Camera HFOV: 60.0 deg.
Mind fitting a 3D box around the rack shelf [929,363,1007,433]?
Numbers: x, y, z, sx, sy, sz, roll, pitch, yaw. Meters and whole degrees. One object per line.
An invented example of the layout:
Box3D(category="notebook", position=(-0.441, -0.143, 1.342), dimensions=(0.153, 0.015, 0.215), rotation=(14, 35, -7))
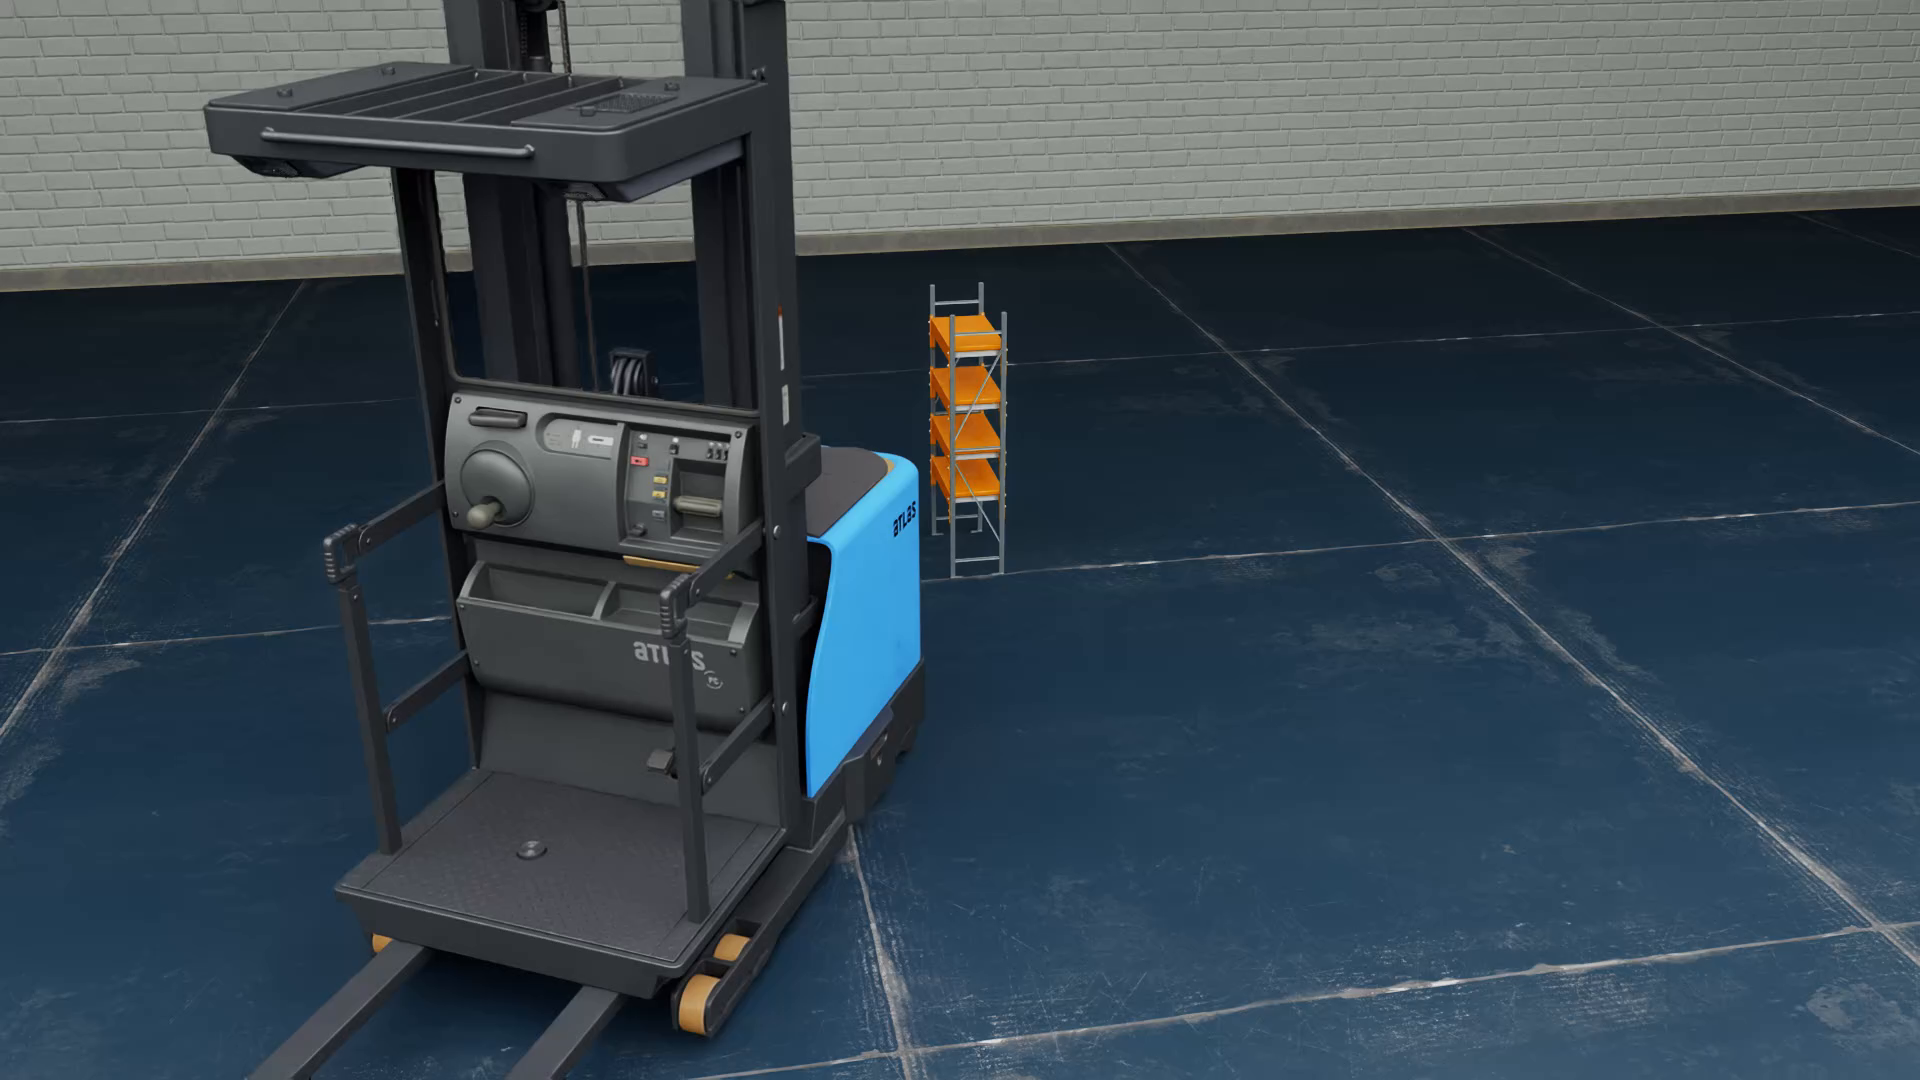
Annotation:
Box3D(category="rack shelf", position=(0.031, -0.628, 7.298), dimensions=(0.258, 0.148, 0.480), rotation=(-4, 24, -10))

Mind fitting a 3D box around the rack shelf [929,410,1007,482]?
Box3D(category="rack shelf", position=(0.031, -0.423, 7.388), dimensions=(0.258, 0.148, 0.480), rotation=(-4, 24, -10))

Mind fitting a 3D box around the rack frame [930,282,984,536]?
Box3D(category="rack frame", position=(-0.015, -0.581, 7.581), dimensions=(0.240, 1.200, 0.015), rotation=(-4, 24, -10))

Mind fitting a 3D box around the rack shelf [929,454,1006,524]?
Box3D(category="rack shelf", position=(0.031, -0.241, 7.467), dimensions=(0.258, 0.148, 0.480), rotation=(-4, 24, -10))

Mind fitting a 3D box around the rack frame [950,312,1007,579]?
Box3D(category="rack frame", position=(0.076, -0.389, 7.141), dimensions=(0.240, 1.200, 0.015), rotation=(-4, 24, -10))

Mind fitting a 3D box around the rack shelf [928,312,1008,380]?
Box3D(category="rack shelf", position=(0.031, -0.845, 7.203), dimensions=(0.258, 0.148, 0.480), rotation=(-4, 24, -10))

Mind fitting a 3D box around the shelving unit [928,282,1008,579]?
Box3D(category="shelving unit", position=(0.031, -0.485, 7.361), dimensions=(0.258, 1.200, 0.503), rotation=(-4, 24, -10))

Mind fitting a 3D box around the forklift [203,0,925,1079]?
Box3D(category="forklift", position=(-1.088, -0.154, 4.441), dimensions=(1.130, 2.935, 3.031), rotation=(8, 25, 17))
